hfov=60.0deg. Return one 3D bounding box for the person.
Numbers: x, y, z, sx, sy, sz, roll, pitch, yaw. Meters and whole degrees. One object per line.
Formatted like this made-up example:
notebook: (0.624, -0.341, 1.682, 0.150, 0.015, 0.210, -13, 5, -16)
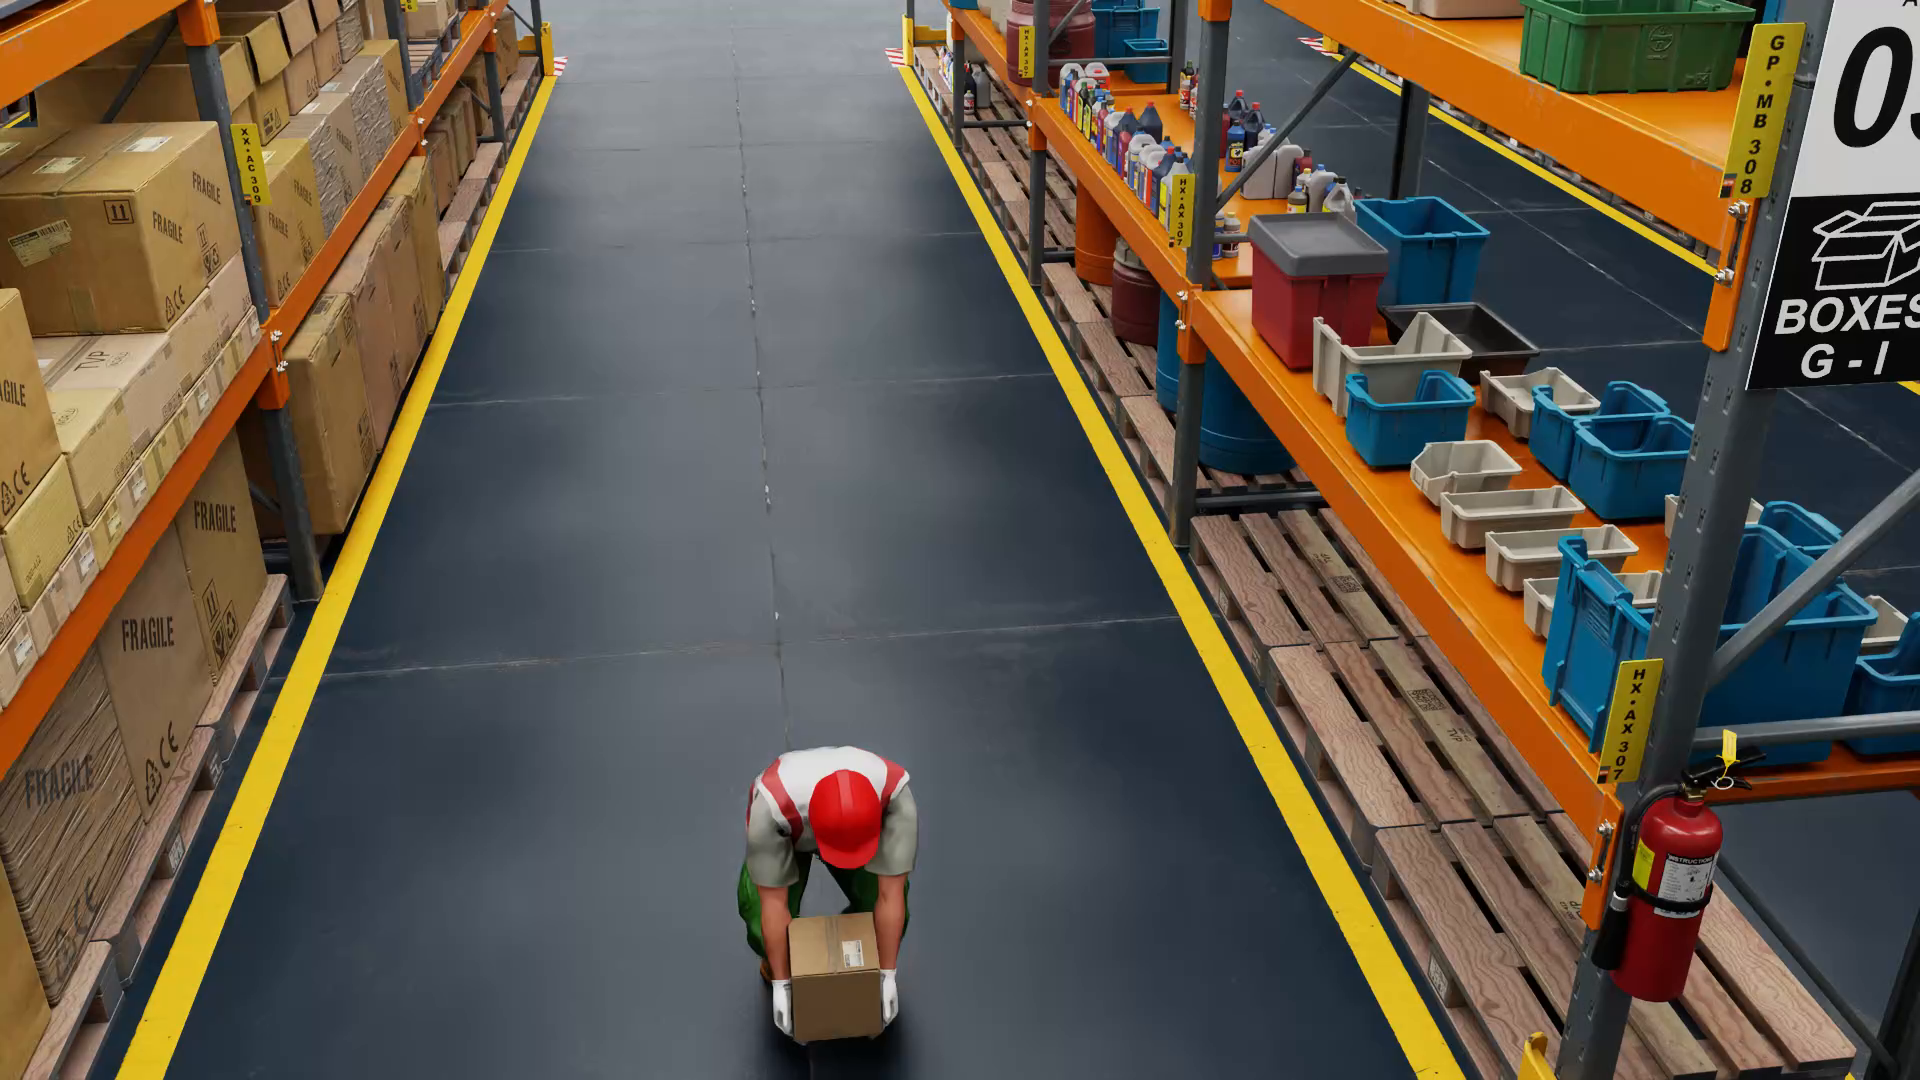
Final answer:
person: (-0.407, 0.973, 5.054, 0.548, 1.000, 0.886, -4, 27, -8)
